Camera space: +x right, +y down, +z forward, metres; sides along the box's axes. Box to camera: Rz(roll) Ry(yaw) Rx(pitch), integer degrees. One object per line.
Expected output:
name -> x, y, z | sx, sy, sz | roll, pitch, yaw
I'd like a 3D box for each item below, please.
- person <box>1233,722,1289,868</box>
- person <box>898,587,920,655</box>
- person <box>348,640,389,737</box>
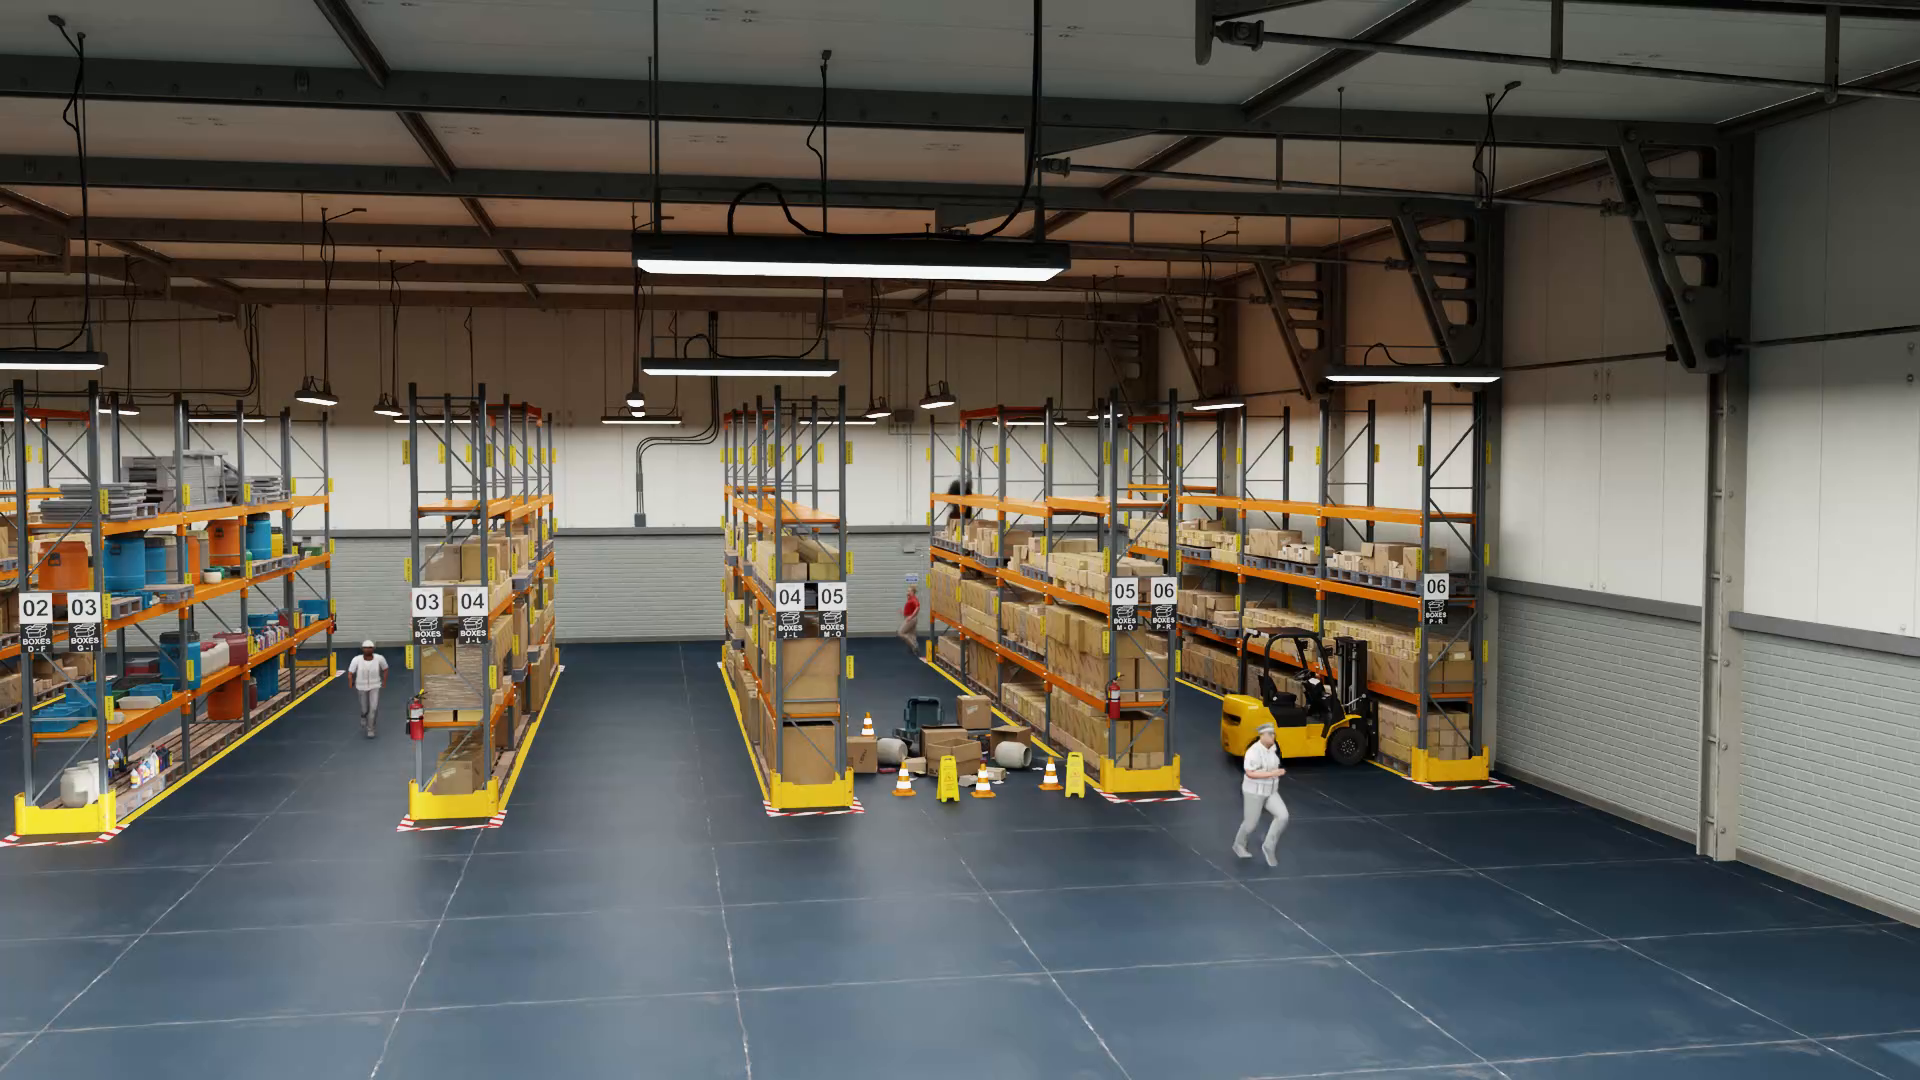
person -> 3.680, 3.103, 20.329 | 0.689, 1.795, 0.853 | -2, 4, -39
person -> -1.281, 2.041, 41.696 | 0.579, 1.718, 0.676 | 0, 3, 3
person -> -10.578, 2.636, 29.764 | 0.690, 1.723, 0.748 | -1, 3, -20
